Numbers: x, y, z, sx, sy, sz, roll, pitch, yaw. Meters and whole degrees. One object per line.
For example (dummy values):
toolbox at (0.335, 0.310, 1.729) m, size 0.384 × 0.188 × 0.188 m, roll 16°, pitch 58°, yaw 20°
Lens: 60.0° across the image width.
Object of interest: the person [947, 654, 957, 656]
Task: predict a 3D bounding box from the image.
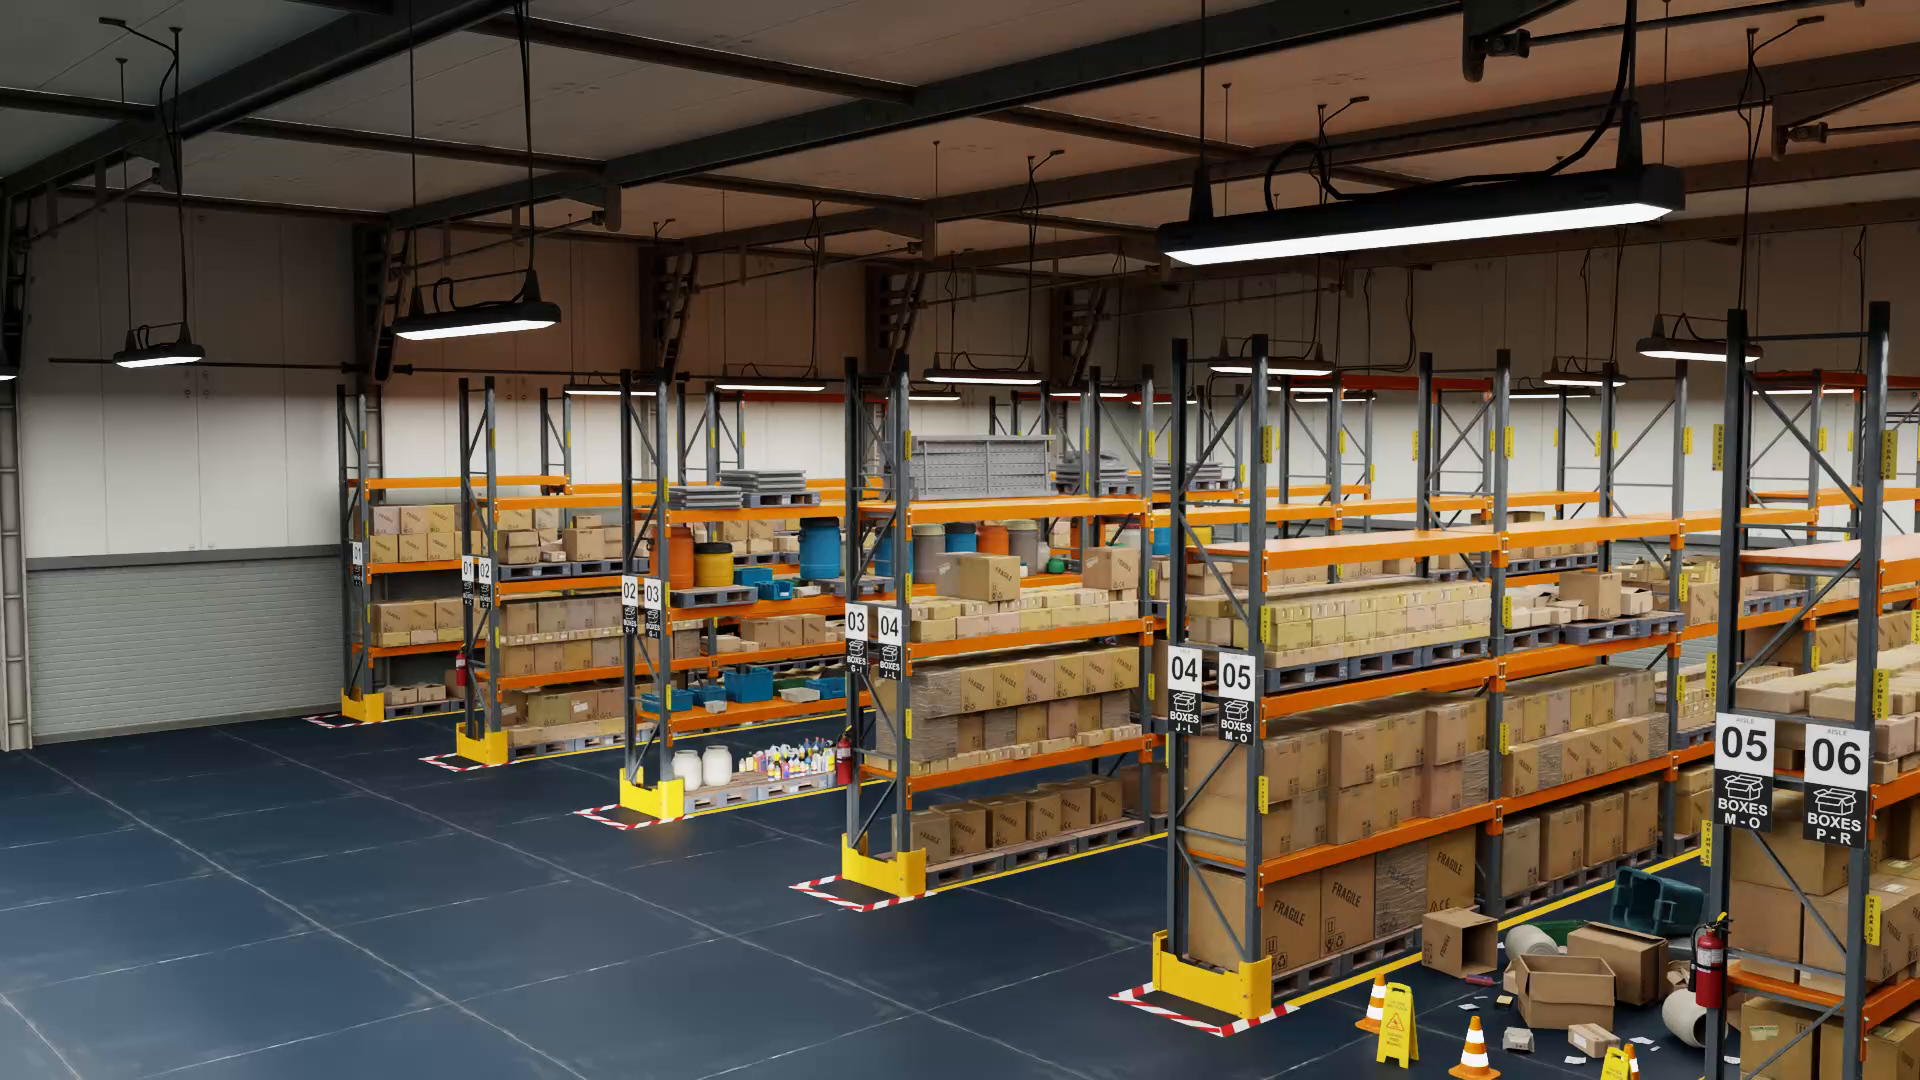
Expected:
person at (-0.074, 2.448, 27.811) m, size 0.564 × 1.816 × 0.443 m, roll 0°, pitch 4°, yaw 0°

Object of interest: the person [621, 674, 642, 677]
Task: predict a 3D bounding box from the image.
person at (-5.850, 2.374, 29.761) m, size 0.509 × 1.696 × 0.404 m, roll -3°, pitch 5°, yaw -37°
